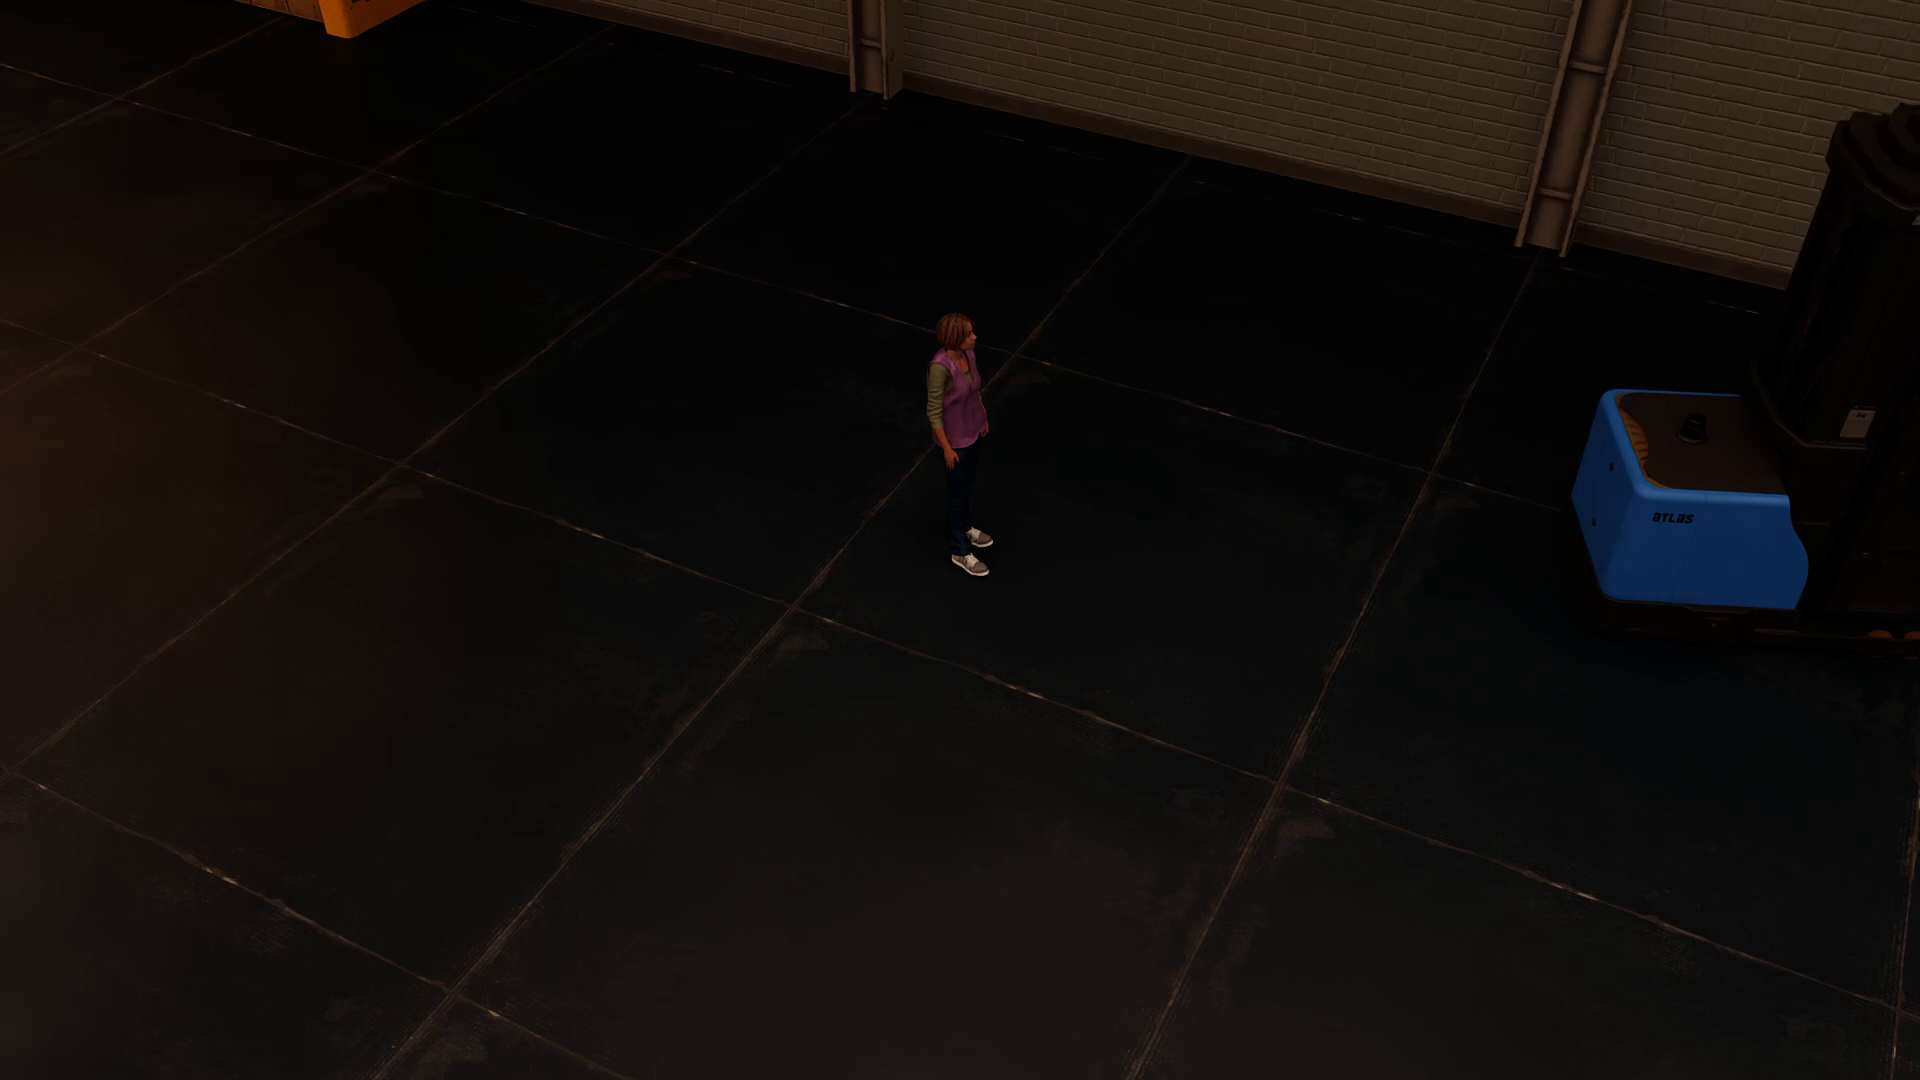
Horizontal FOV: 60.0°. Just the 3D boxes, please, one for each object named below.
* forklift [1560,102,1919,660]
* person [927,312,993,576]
[{"bbox_3d":[5.172,-0.798,8.934,3.031,2.935,1.130,3,40,4],"label":"forklift"},{"bbox_3d":[0.059,-0.581,9.712,0.476,1.582,0.520,18,43,21],"label":"person"}]
